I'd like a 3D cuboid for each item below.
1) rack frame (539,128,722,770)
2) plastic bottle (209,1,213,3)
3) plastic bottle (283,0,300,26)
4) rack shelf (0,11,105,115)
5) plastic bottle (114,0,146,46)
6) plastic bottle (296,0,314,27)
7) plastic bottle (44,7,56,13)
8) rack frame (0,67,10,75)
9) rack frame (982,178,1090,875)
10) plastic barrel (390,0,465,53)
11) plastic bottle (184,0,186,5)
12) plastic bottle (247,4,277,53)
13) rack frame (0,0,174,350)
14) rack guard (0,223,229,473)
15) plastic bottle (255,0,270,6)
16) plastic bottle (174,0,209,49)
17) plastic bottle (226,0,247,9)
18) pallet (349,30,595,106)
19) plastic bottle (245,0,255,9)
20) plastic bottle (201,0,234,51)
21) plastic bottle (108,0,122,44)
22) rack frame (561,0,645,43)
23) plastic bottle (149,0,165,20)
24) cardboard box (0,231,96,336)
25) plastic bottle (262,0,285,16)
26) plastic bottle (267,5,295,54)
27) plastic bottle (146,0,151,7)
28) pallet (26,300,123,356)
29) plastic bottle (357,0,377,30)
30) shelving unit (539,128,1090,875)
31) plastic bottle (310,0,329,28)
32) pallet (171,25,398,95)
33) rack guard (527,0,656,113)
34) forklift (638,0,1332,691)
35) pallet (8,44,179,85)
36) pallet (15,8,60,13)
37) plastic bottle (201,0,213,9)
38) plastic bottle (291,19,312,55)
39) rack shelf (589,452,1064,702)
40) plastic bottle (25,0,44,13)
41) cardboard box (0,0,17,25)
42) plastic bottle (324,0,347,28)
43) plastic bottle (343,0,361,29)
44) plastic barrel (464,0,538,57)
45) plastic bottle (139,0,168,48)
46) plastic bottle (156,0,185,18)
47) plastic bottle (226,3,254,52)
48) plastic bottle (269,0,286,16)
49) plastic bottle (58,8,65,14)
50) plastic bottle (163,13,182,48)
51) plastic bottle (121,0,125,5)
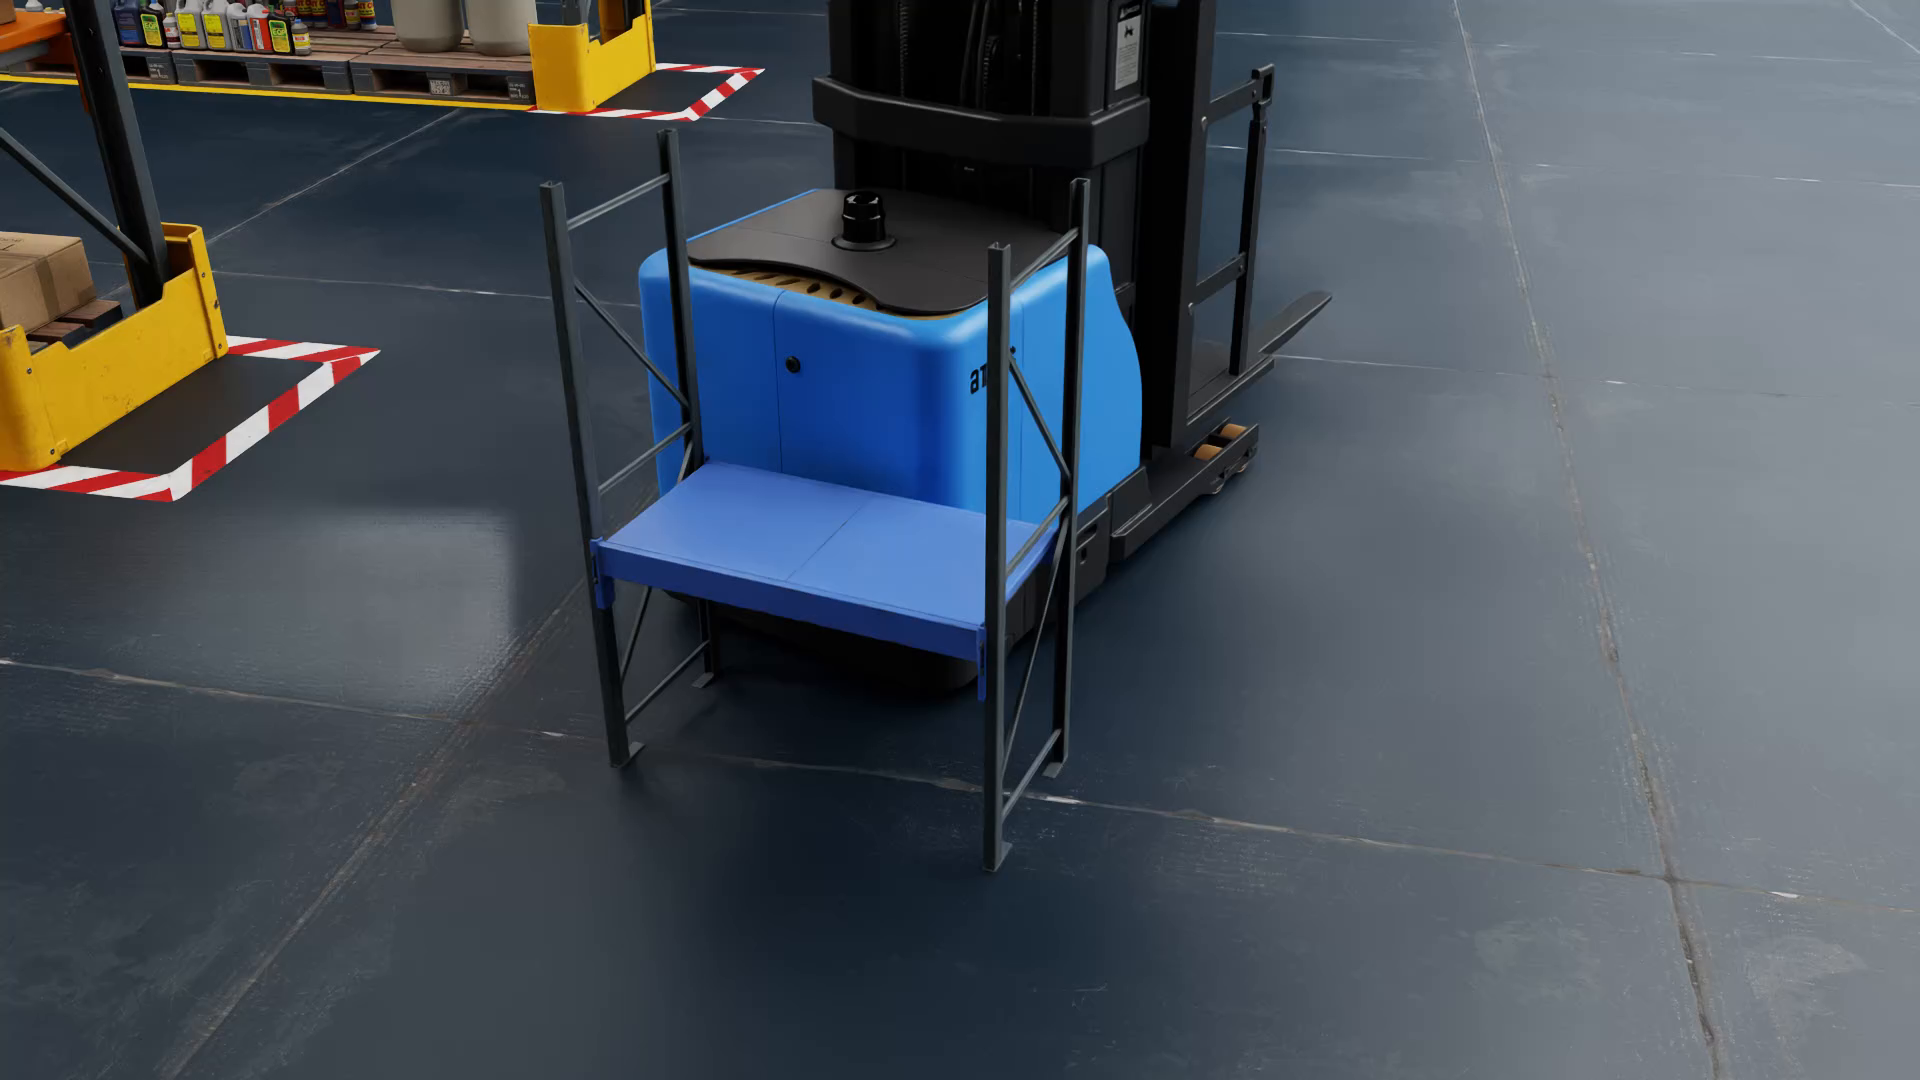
[{"bbox_3d":[-0.770,-0.191,4.037,0.032,1.500,0.500,12,31,20],"label":"rack frame"},{"bbox_3d":[-4.891,-3.531,10.946,0.133,0.283,0.061,6,29,11],"label":"plastic bottle"},{"bbox_3d":[-4.415,-3.508,10.989,0.097,0.201,0.097,0,29,0],"label":"plastic bottle"},{"bbox_3d":[-5.171,-1.719,6.015,4.000,0.370,1.077,6,29,11],"label":"rack shelf"},{"bbox_3d":[-5.201,-3.297,10.449,0.185,0.351,0.144,5,29,8],"label":"plastic bottle"},{"bbox_3d":[-4.318,-3.528,10.954,0.097,0.271,0.097,0,29,0],"label":"plastic bottle"},{"bbox_3d":[-5.769,-3.278,10.570,0.097,0.201,0.097,0,29,0],"label":"plastic bottle"},{"bbox_3d":[-6.089,-4.561,10.457,0.127,3.000,1.000,6,29,11],"label":"rack frame"},{"bbox_3d":[0.164,0.001,3.686,0.032,1.500,0.500,12,31,20],"label":"rack frame"},{"bbox_3d":[-3.327,-3.333,10.368,0.421,0.512,0.421,0,29,0],"label":"plastic barrel"},{"bbox_3d":[-5.211,-3.643,11.082,0.185,0.351,0.144,4,29,8],"label":"plastic bottle"},{"bbox_3d":[-4.305,-3.174,10.303,0.135,0.276,0.152,6,29,11],"label":"plastic bottle"},{"bbox_3d":[-3.215,-1.834,5.476,0.127,3.000,1.000,6,29,11],"label":"rack frame"},{"bbox_3d":[-3.191,-0.735,6.072,0.348,0.500,1.175,6,29,11],"label":"rack guard"},{"bbox_3d":[-4.616,-3.528,11.027,0.097,0.201,0.097,0,29,0],"label":"plastic bottle"},{"bbox_3d":[-4.786,-3.254,10.371,0.185,0.351,0.144,6,29,10],"label":"plastic bottle"},{"bbox_3d":[-4.759,-3.513,10.914,0.133,0.283,0.061,6,29,11],"label":"plastic bottle"},{"bbox_3d":[-3.054,-3.006,10.521,1.213,0.211,1.003,6,29,11],"label":"pallet"},{"bbox_3d":[-4.737,-3.560,11.007,0.135,0.276,0.152,6,29,11],"label":"plastic bottle"},{"bbox_3d":[-4.604,-3.236,10.337,0.185,0.351,0.144,7,29,13],"label":"plastic bottle"},{"bbox_3d":[-5.386,-3.316,10.484,0.185,0.351,0.144,7,29,12],"label":"plastic bottle"},{"bbox_3d":[-2.177,-4.160,9.724,0.127,3.000,1.000,6,29,11],"label":"rack frame"},{"bbox_3d":[-5.050,-3.265,10.473,0.097,0.271,0.097,0,29,0],"label":"plastic bottle"},{"bbox_3d":[-3.693,-0.970,6.325,0.500,0.250,0.500,6,29,11],"label":"cardboard box"},{"bbox_3d":[-4.284,-3.228,10.393,0.133,0.283,0.061,6,29,11],"label":"plastic bottle"},{"bbox_3d":[-4.183,-3.143,10.237,0.133,0.283,0.061,7,29,12],"label":"plastic bottle"},{"bbox_3d":[-5.429,-3.595,10.993,0.185,0.351,0.144,6,29,11],"label":"plastic bottle"},{"bbox_3d":[-3.972,-0.668,6.250,1.213,0.211,1.003,6,29,11],"label":"pallet"},{"bbox_3d":[-3.885,-3.484,10.873,0.097,0.271,0.097,0,29,0],"label":"plastic bottle"},{"bbox_3d":[-0.303,-0.095,3.861,1.048,1.500,0.538,12,31,20],"label":"shelving unit"},{"bbox_3d":[-4.220,-3.518,10.936,0.097,0.271,0.097,0,29,0],"label":"plastic bottle"},{"bbox_3d":[-4.244,-3.129,10.746,1.213,0.211,1.003,6,29,11],"label":"pallet"},{"bbox_3d":[-2.261,-3.049,10.298,0.348,0.500,1.175,6,29,11],"label":"rack guard"},{"bbox_3d":[0.361,-1.549,5.028,1.130,2.935,3.031,18,33,29],"label":"forklift"},{"bbox_3d":[-5.441,-3.251,10.968,1.213,0.211,1.003,6,29,11],"label":"pallet"},{"bbox_3d":[-6.865,-3.398,11.237,1.213,0.211,1.003,6,29,11],"label":"pallet"},{"bbox_3d":[-4.779,-3.294,10.521,0.135,0.276,0.152,6,29,11],"label":"plastic bottle"},{"bbox_3d":[-4.064,-3.104,10.251,0.097,0.201,0.097,0,29,0],"label":"plastic bottle"},{"bbox_3d":[-0.303,0.063,3.948,1.000,0.185,0.538,12,31,20],"label":"rack shelf"},{"bbox_3d":[-5.869,-3.319,10.572,0.097,0.271,0.097,0,29,0],"label":"plastic bottle"},{"bbox_3d":[-3.669,-1.931,5.549,0.500,0.500,0.700,6,29,11],"label":"cardboard box"},{"bbox_3d":[-4.102,-3.521,10.928,0.133,0.283,0.061,6,29,11],"label":"plastic bottle"},{"bbox_3d":[-3.986,-3.464,10.909,0.097,0.201,0.097,0,29,0],"label":"plastic bottle"},{"bbox_3d":[-2.836,-3.283,10.276,0.421,0.512,0.421,0,29,0],"label":"plastic barrel"},{"bbox_3d":[-5.049,-3.231,10.399,0.133,0.283,0.061,7,30,13],"label":"plastic bottle"},{"bbox_3d":[-5.217,-3.539,10.968,0.135,0.276,0.152,6,29,11],"label":"plastic bottle"},{"bbox_3d":[-4.441,-3.188,10.328,0.135,0.276,0.152,5,29,9],"label":"plastic bottle"},{"bbox_3d":[-4.516,-3.549,10.992,0.097,0.271,0.097,0,29,0],"label":"plastic bottle"},{"bbox_3d":[-5.670,-3.268,10.552,0.097,0.201,0.097,0,29,0],"label":"plastic bottle"},{"bbox_3d":[-4.929,-3.192,10.413,0.097,0.201,0.097,0,29,0],"label":"plastic bottle"},{"bbox_3d":[-5.356,-3.384,10.607,0.185,0.351,0.144,6,29,11],"label":"plastic bottle"}]
